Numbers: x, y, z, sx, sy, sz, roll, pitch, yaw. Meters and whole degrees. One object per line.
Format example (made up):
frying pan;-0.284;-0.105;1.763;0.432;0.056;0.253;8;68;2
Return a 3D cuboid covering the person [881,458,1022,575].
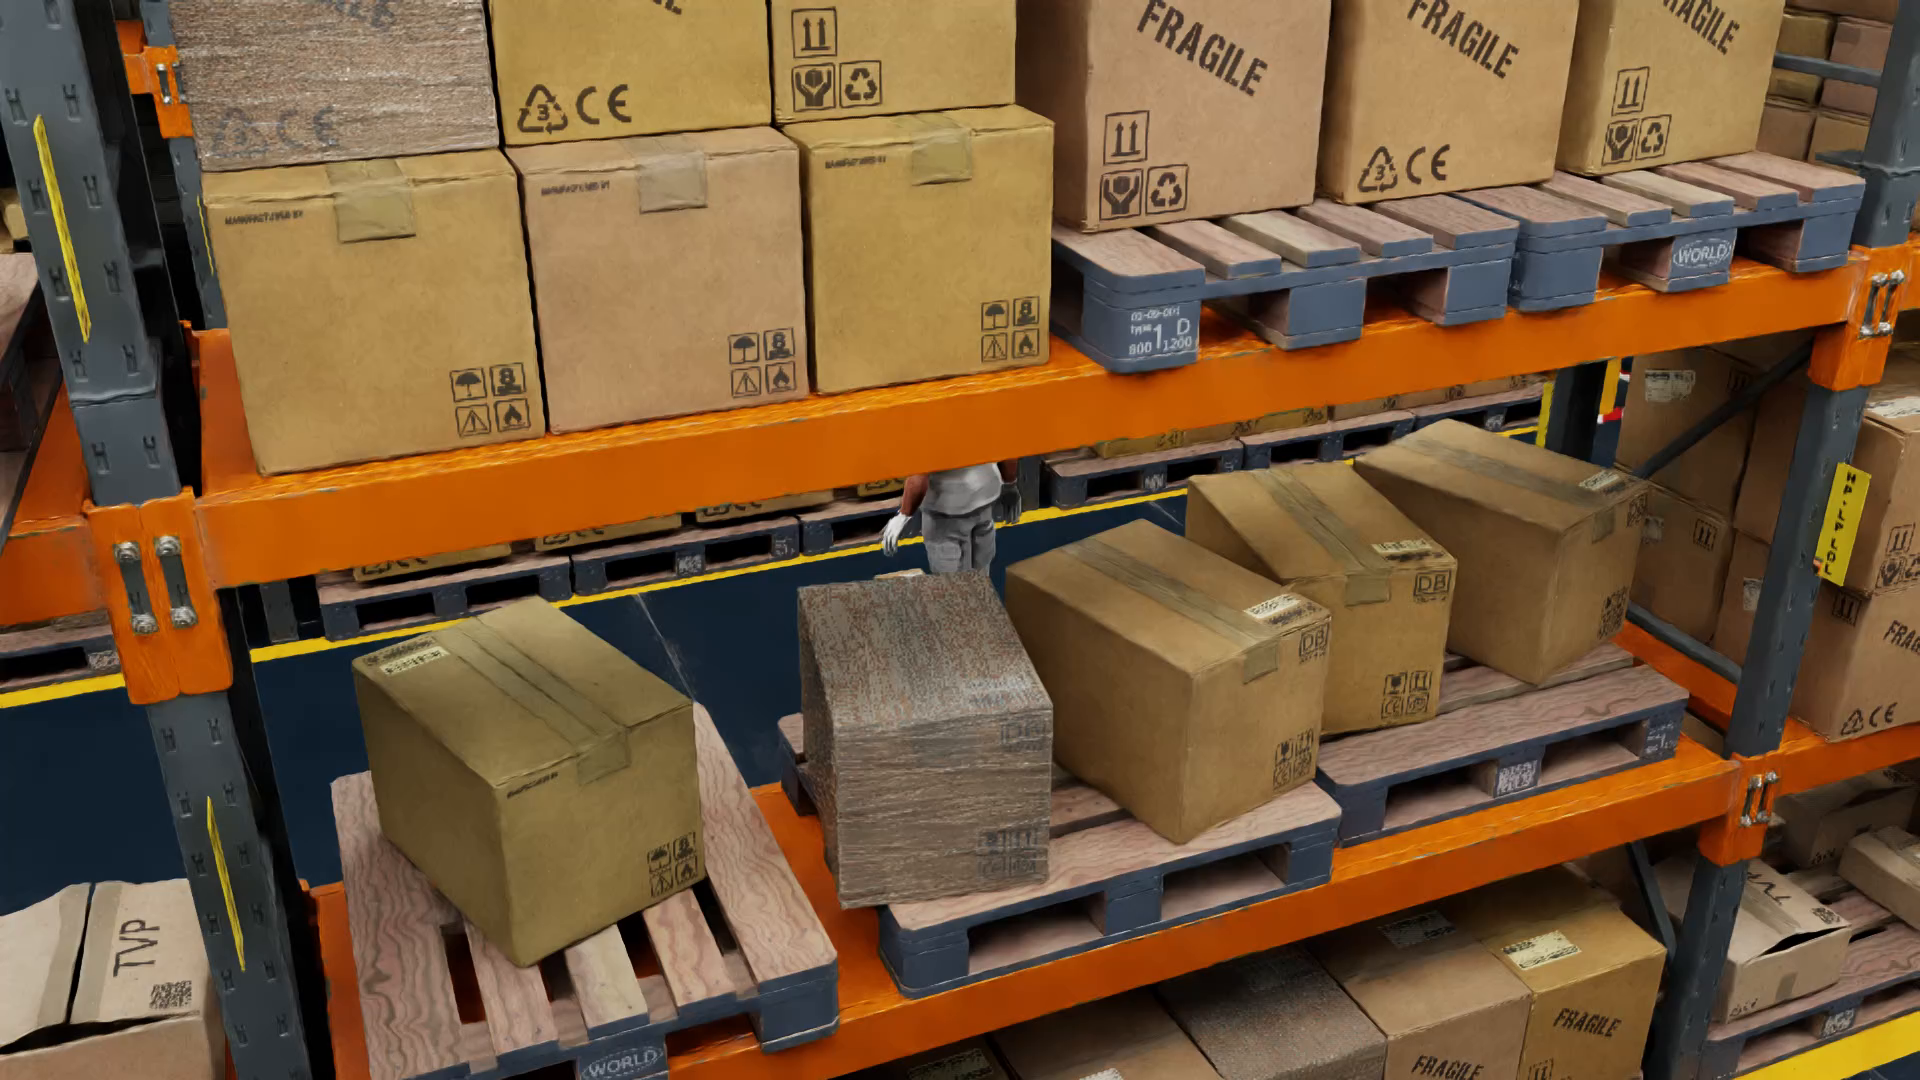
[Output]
person;-0.042;-0.150;7.349;0.335;1.793;0.711;20;32;35
